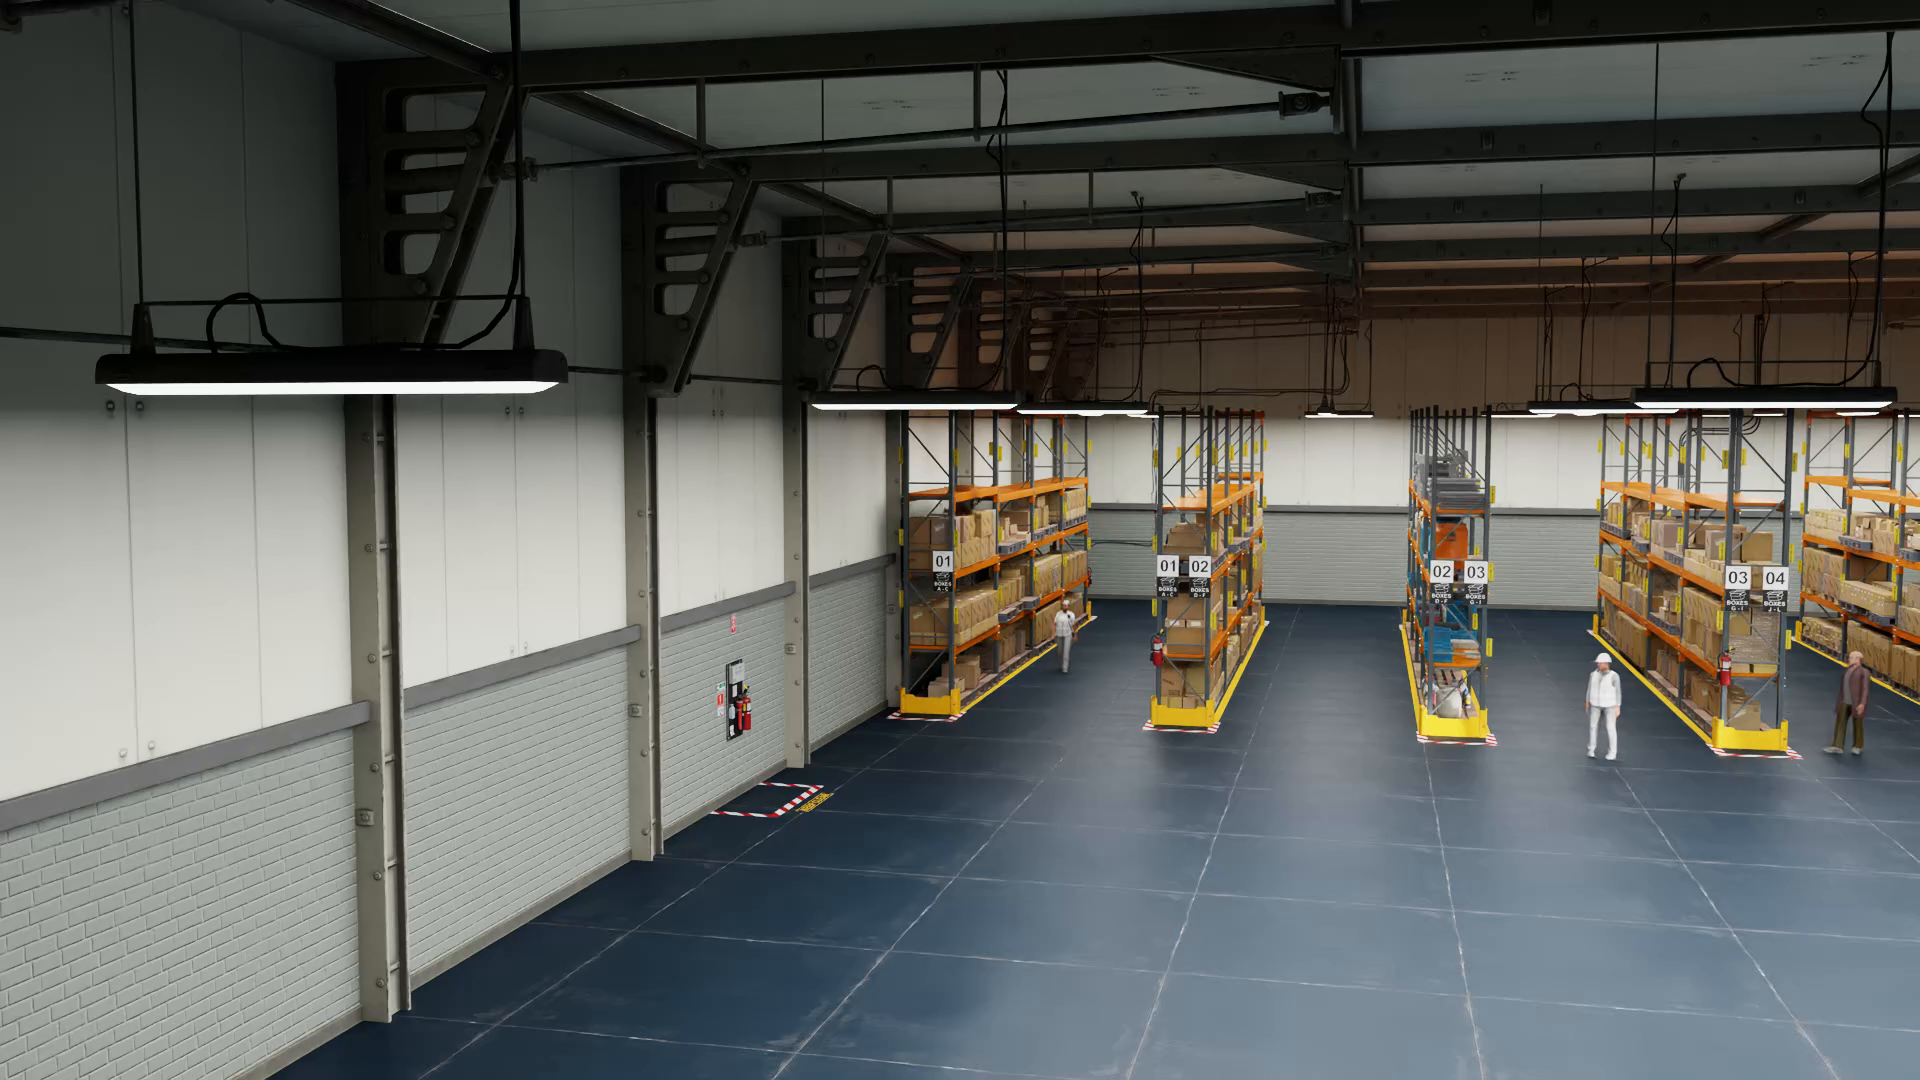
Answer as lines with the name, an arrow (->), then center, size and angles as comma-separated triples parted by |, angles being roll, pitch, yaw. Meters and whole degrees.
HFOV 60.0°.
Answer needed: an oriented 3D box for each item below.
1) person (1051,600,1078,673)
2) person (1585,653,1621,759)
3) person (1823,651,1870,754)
person -> 2.400, 2.188, 38.033 | 0.577, 1.623, 0.940 | 1, 4, 17
person -> 10.892, 2.804, 28.205 | 0.579, 1.777, 0.425 | 4, 6, 44
person -> 15.253, 2.793, 28.492 | 0.715, 1.769, 0.581 | -3, 5, -39
